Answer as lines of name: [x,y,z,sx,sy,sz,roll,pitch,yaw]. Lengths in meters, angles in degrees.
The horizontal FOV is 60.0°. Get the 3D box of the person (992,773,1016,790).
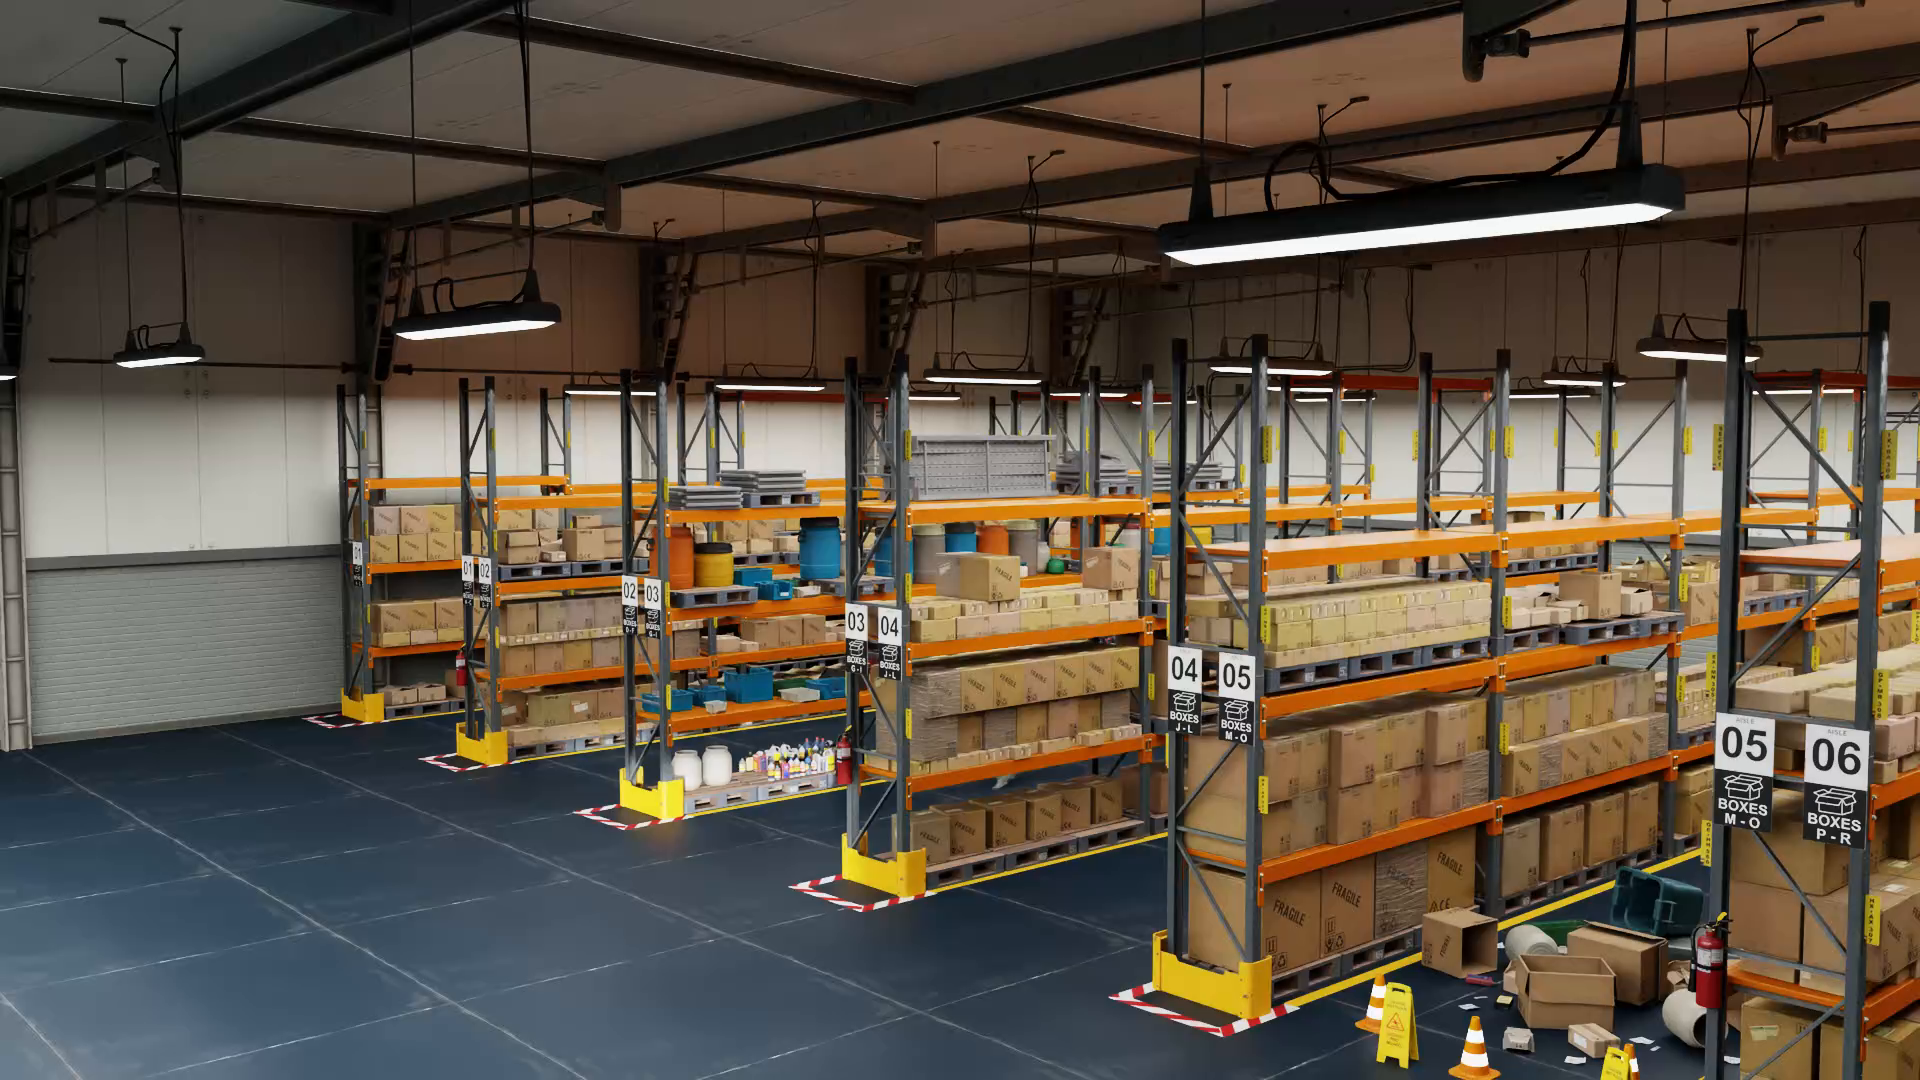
person: [0.571,2.755,24.204,0.844,1.693,0.738,-3,5,-34]
